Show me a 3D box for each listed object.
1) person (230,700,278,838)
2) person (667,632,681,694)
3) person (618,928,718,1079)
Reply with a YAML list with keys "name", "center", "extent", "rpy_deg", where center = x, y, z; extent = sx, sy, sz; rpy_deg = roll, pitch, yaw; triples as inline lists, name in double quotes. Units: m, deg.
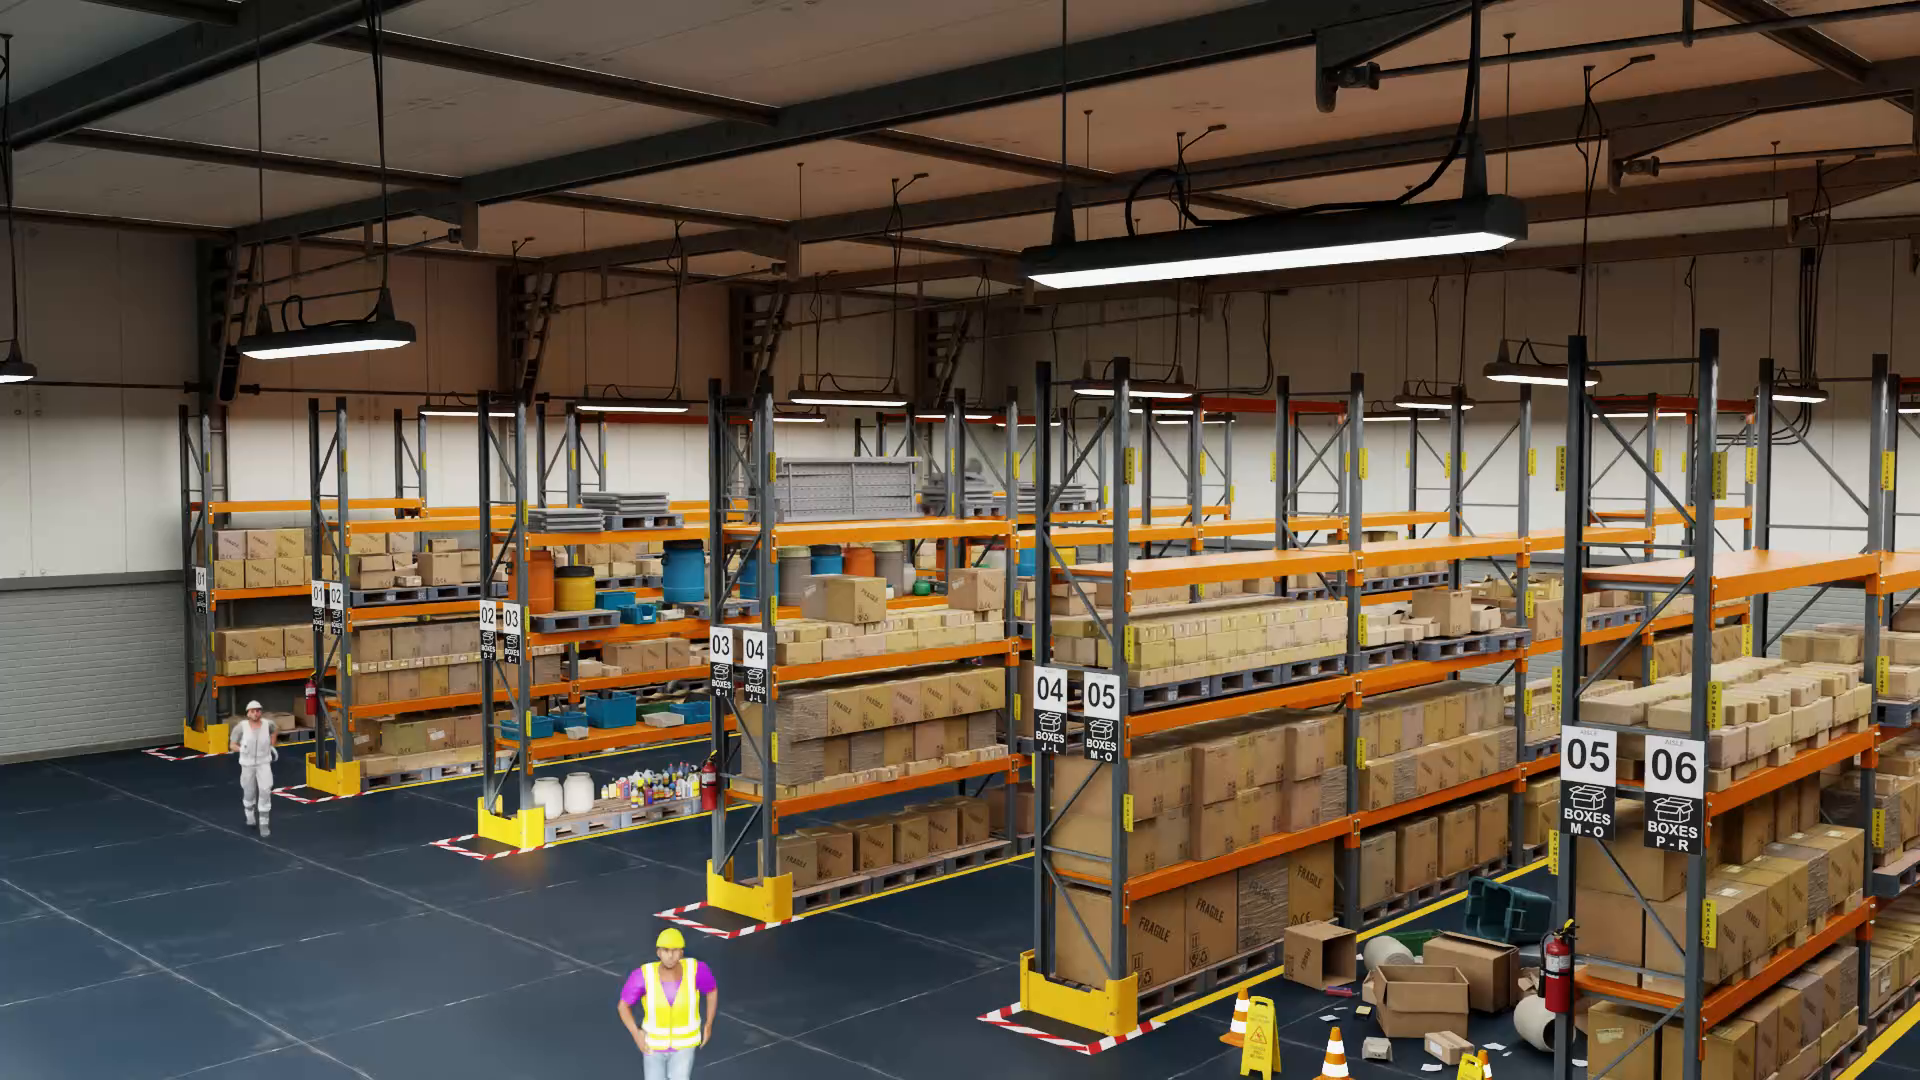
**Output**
- name: "person"
  center: [-9.584, 3.071, 22.587]
  extent: [0.603, 1.822, 0.894]
  rpy_deg: [-1, 3, -24]
- name: "person"
  center: [-5.648, 2.571, 32.735]
  extent: [0.657, 1.776, 0.680]
  rpy_deg: [2, 4, 34]
- name: "person"
  center: [-2.117, 3.664, 12.097]
  extent: [0.727, 1.751, 0.886]
  rpy_deg: [-1, 3, -11]
